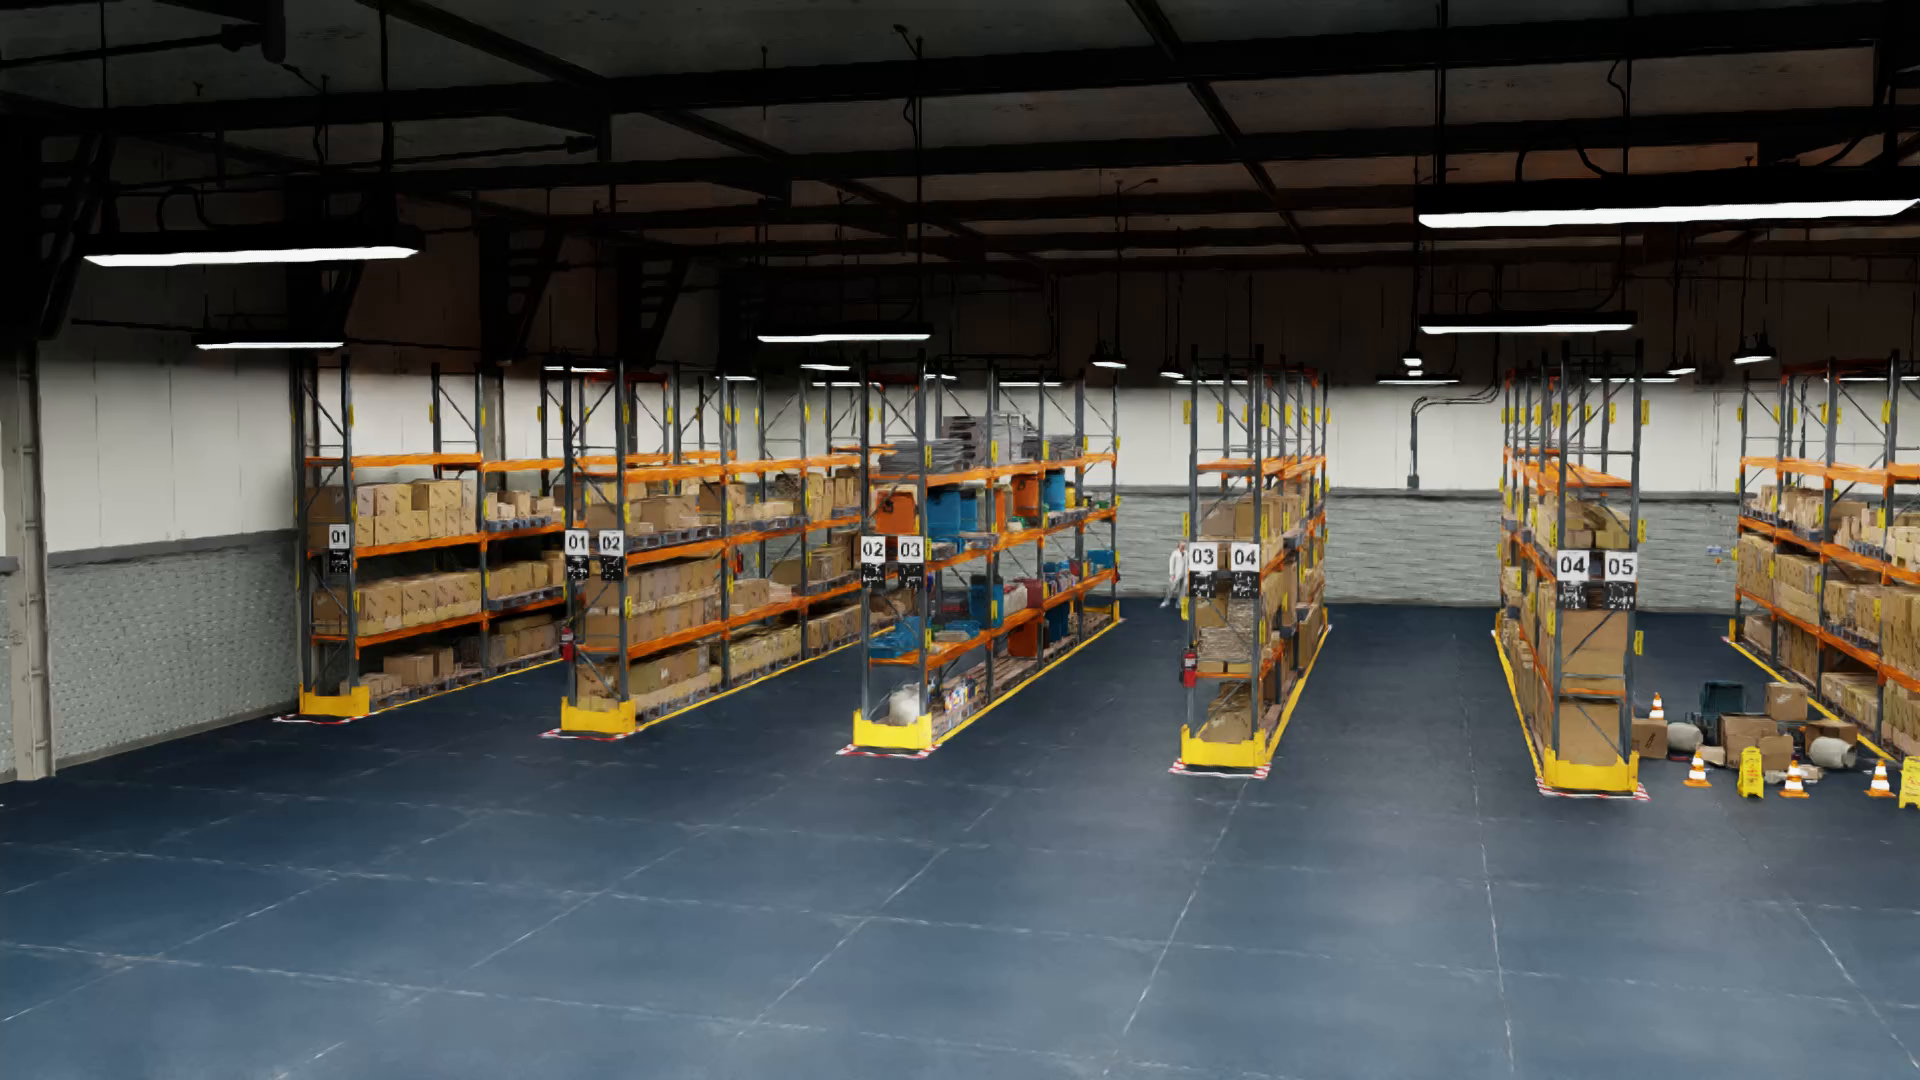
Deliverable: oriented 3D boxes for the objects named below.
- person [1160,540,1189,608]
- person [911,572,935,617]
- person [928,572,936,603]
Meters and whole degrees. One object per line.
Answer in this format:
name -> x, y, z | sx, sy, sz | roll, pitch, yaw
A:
person -> 5.589, 0.891, 43.062 | 0.782, 1.769, 0.537 | -2, 5, -24
person -> -0.873, 1.308, 38.798 | 0.592, 1.590, 0.518 | 1, 4, 13
person -> -0.910, 0.897, 44.030 | 0.636, 1.584, 0.530 | -3, 5, -38
